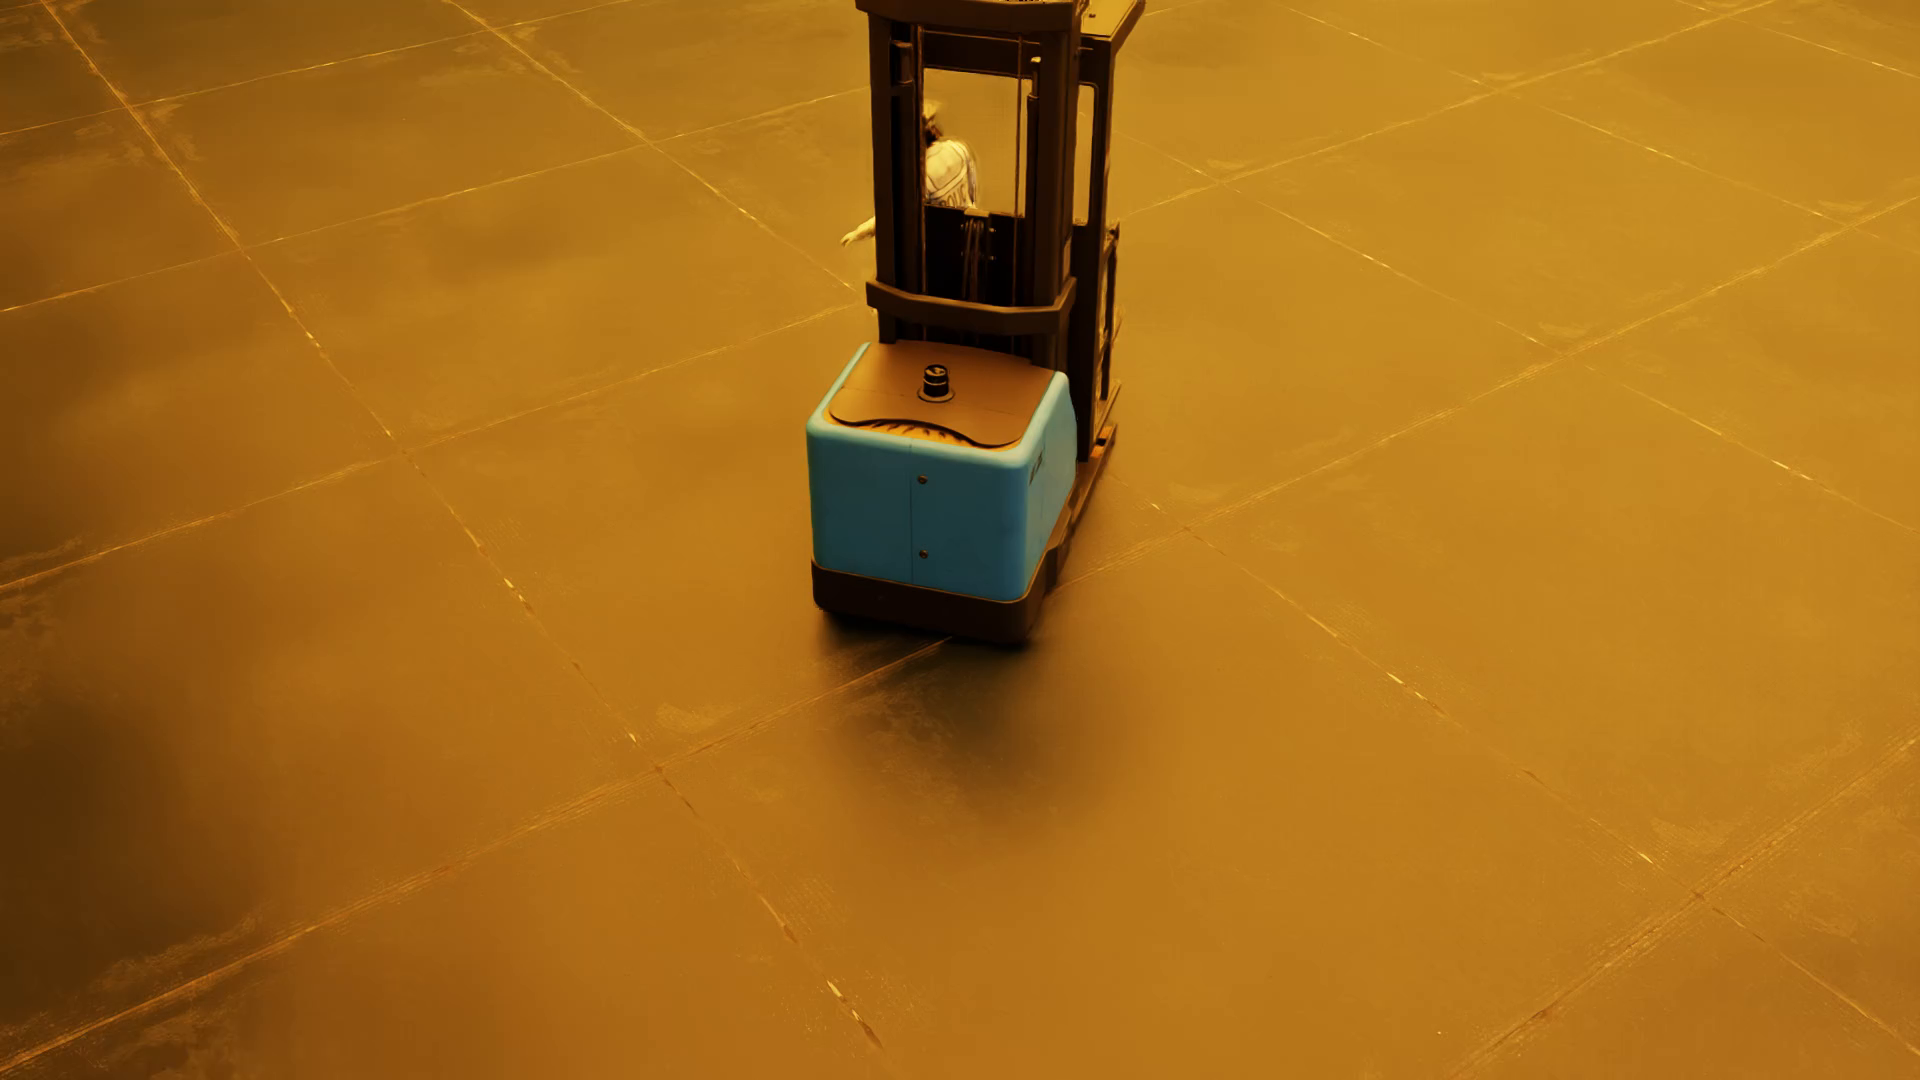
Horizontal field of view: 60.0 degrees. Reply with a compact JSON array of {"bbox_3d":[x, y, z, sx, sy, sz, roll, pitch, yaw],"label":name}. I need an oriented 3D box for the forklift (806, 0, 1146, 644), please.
[{"bbox_3d":[0.219,-1.580,8.081,1.130,2.935,3.031,10,38,13],"label":"forklift"}]

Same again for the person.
[{"bbox_3d":[-0.315,-1.704,9.266,0.900,1.549,0.822,26,44,31],"label":"person"}]
